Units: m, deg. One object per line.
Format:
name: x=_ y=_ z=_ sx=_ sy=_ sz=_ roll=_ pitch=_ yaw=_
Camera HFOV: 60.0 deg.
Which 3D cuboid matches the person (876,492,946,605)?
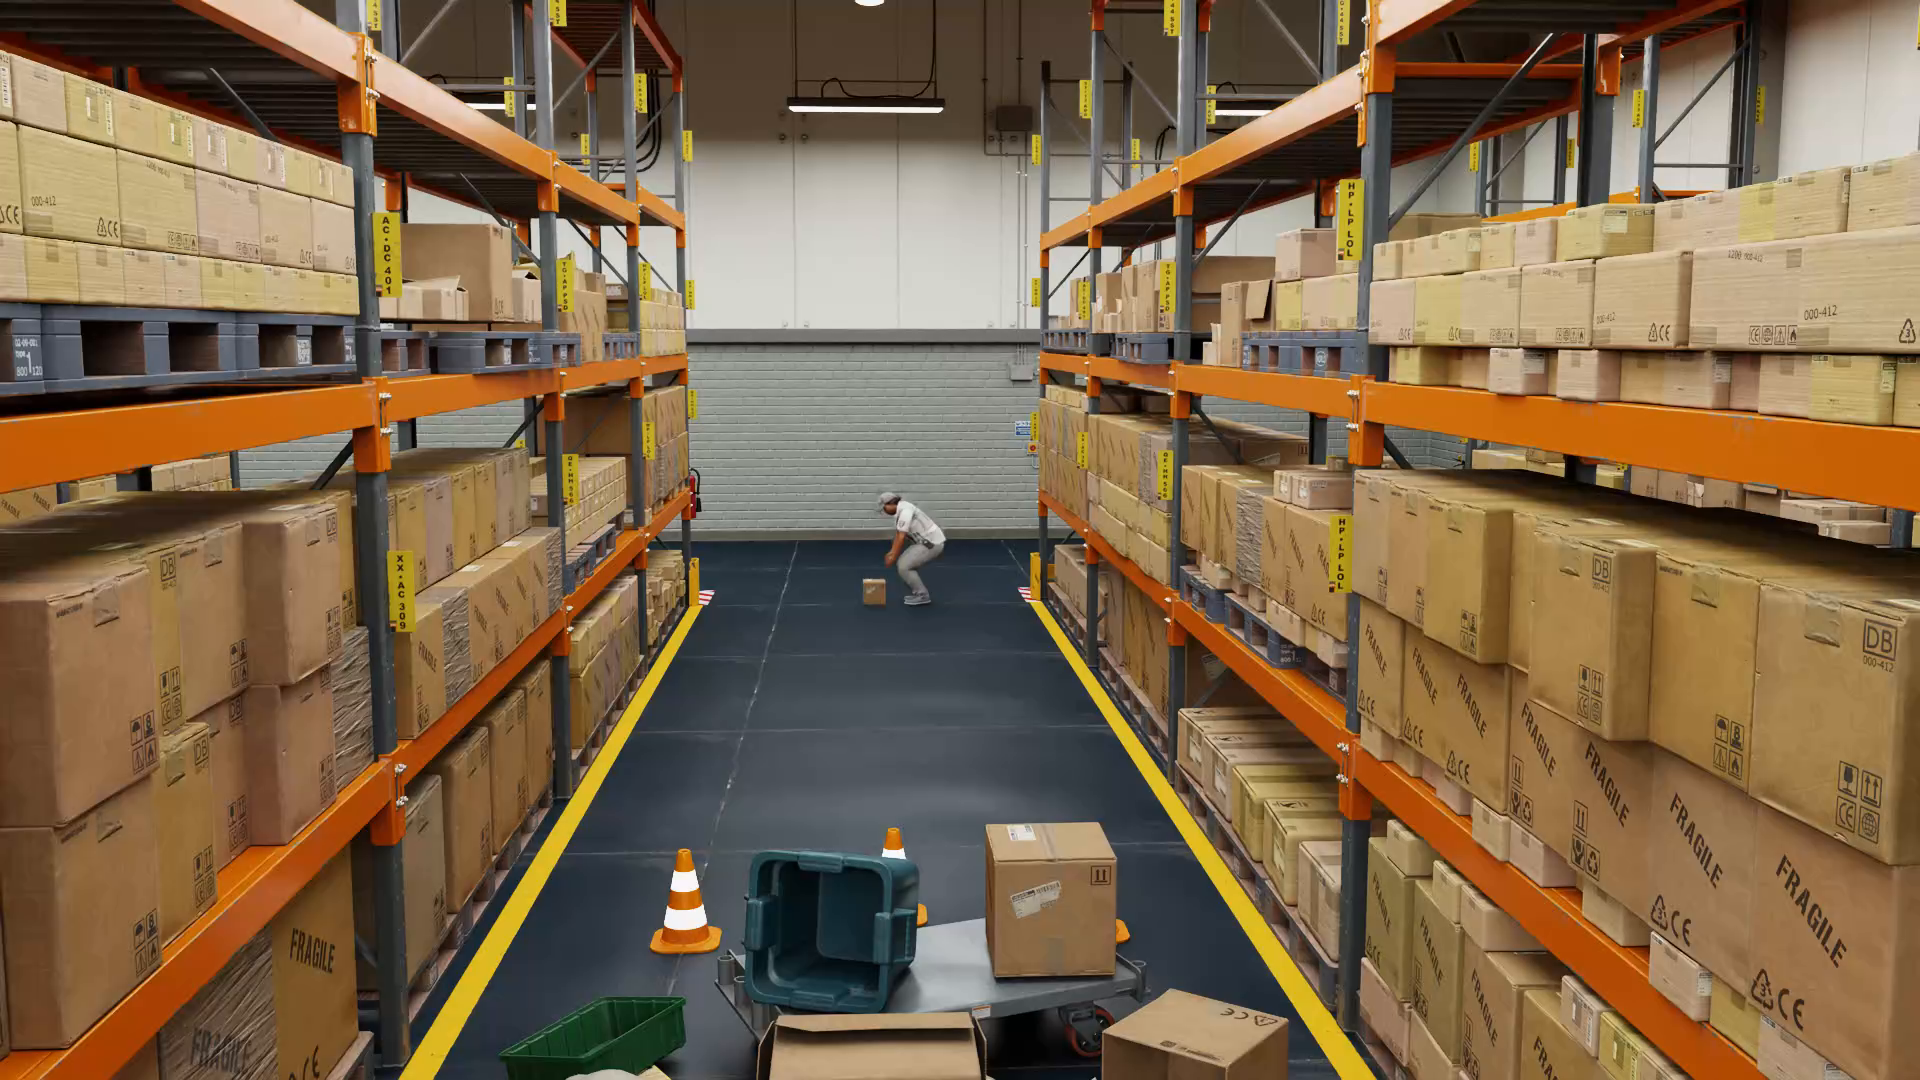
person: x=-0.550 y=0.088 z=18.710 sx=0.786 sy=1.265 sz=0.540 roll=0 pitch=7 yaw=-4
